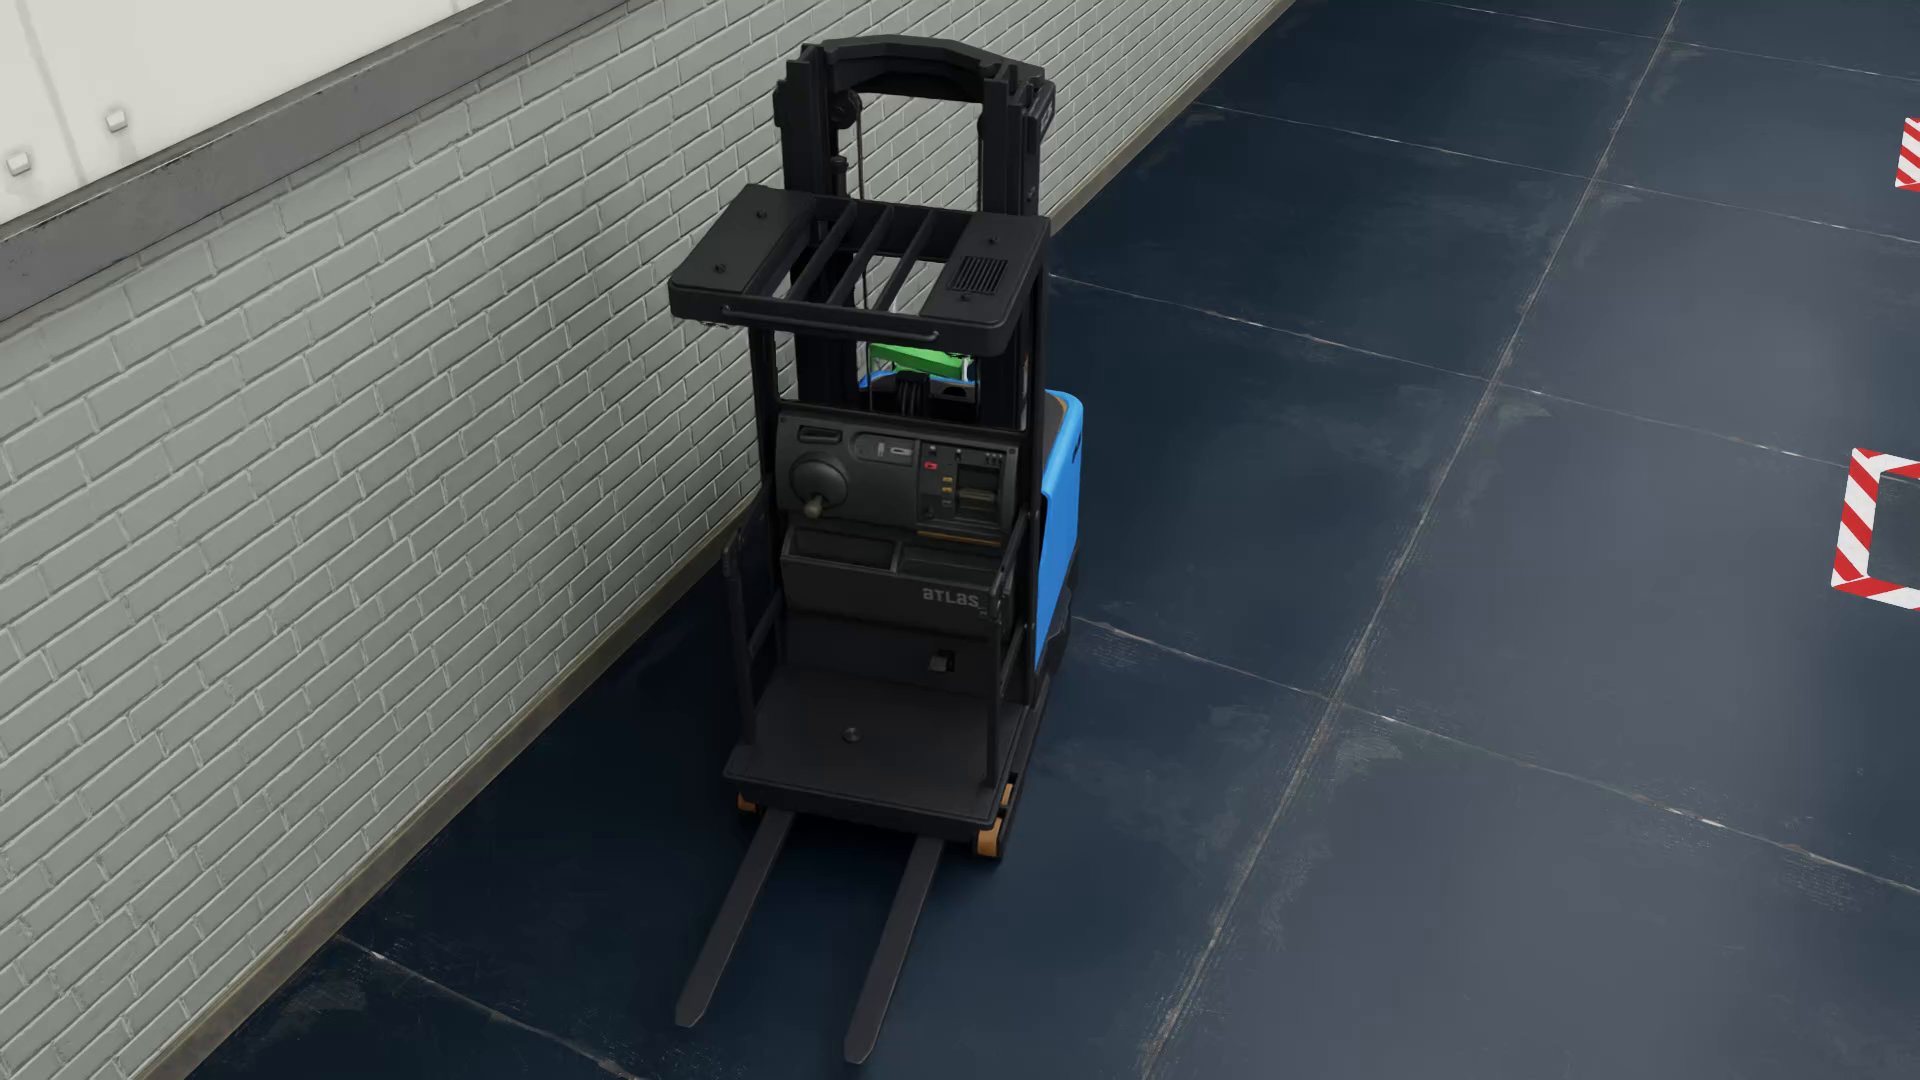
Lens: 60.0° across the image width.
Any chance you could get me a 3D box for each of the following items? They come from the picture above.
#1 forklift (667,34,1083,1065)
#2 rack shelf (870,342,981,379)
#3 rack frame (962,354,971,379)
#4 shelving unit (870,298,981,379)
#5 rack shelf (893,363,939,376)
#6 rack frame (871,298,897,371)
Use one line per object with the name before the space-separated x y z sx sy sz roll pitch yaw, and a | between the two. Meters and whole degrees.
forklift | -0.292 -0.166 6.065 1.130 2.935 3.031 9 38 11
rack shelf | -0.147 -0.855 7.716 0.480 0.148 0.258 17 41 21
rack frame | 0.070 -0.456 7.878 0.015 1.200 0.240 17 41 21
shelving unit | -0.147 -0.524 7.968 0.503 1.200 0.258 17 41 21
rack shelf | -0.147 -0.664 7.861 0.480 0.148 0.258 17 41 21
rack frame | -0.364 -0.592 8.057 0.015 1.200 0.240 17 41 21
